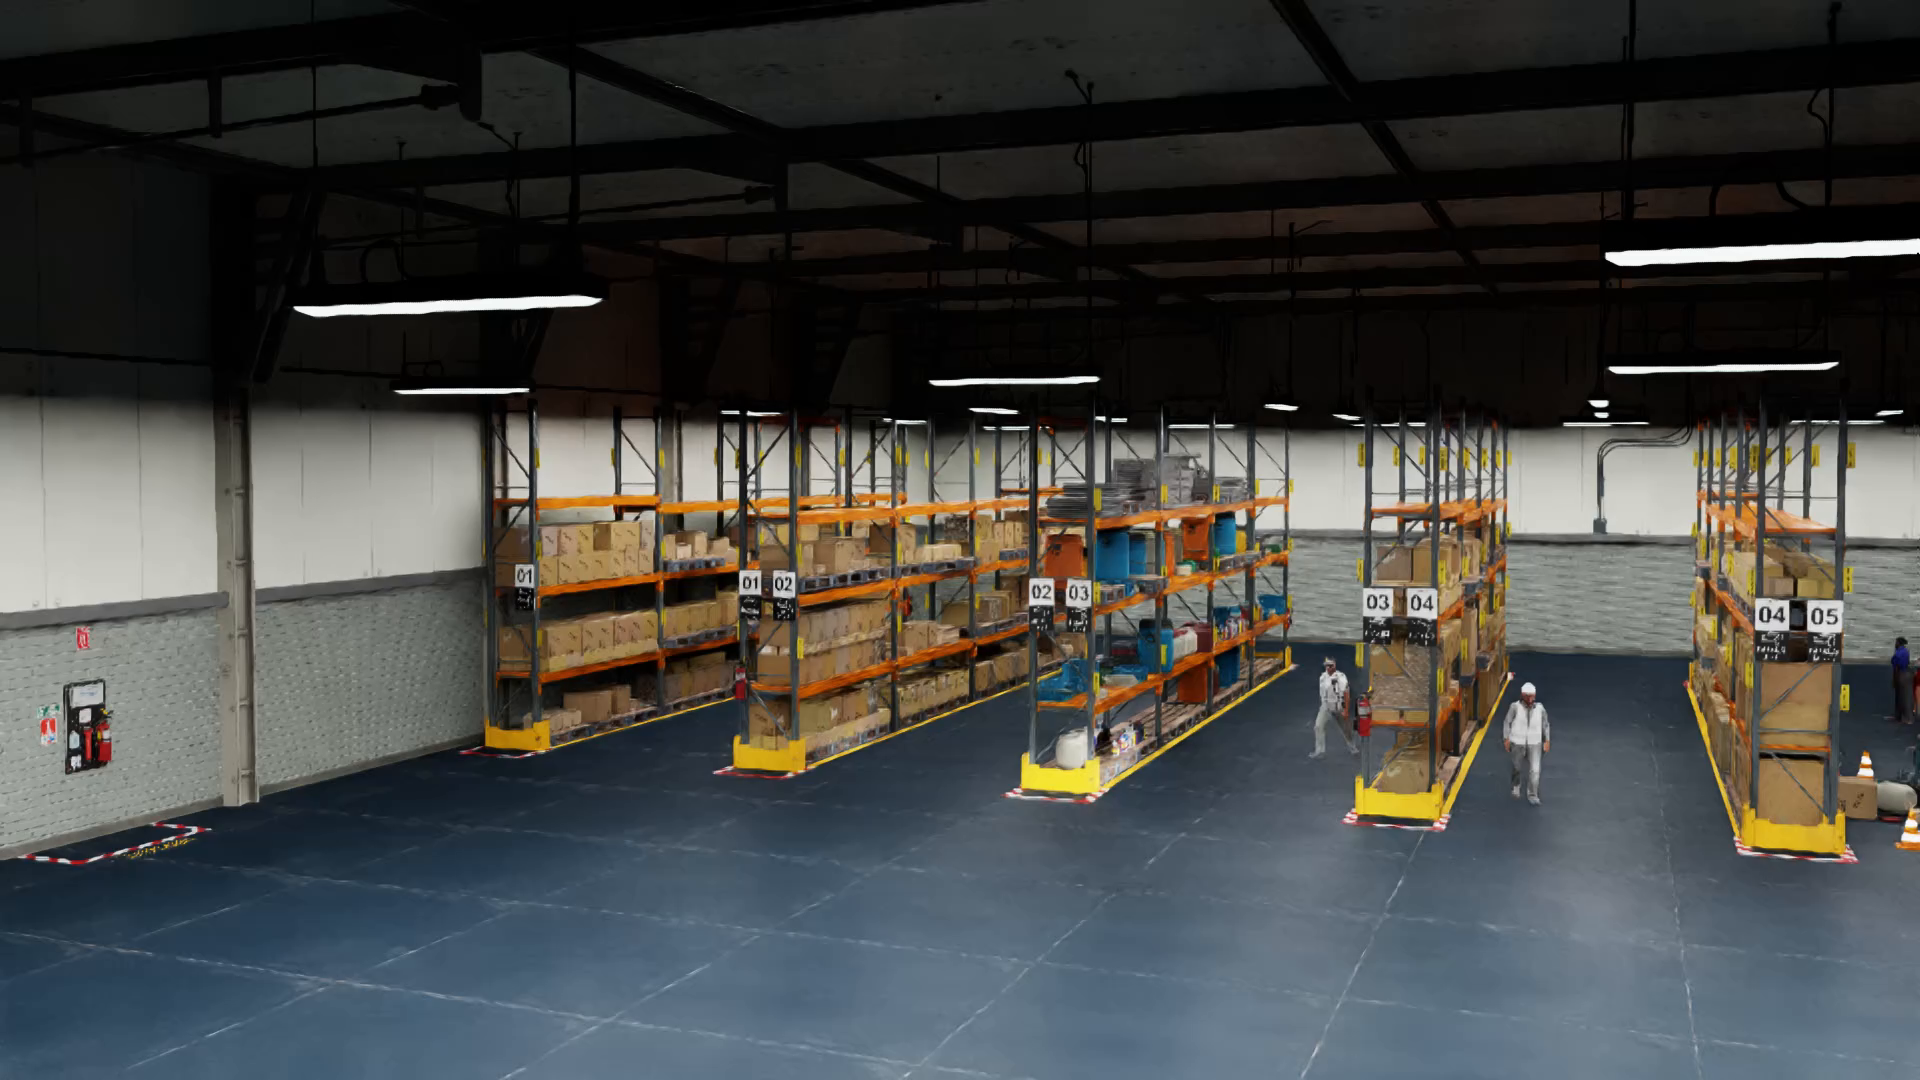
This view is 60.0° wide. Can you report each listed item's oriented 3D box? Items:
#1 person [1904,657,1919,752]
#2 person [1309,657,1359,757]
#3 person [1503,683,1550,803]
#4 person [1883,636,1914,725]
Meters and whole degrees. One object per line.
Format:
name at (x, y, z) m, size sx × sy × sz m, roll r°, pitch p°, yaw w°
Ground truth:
person at (16.151, 2.748, 27.920) m, size 0.652 × 1.723 × 0.574 m, roll -2°, pitch 4°, yaw -41°
person at (6.279, 2.780, 27.833) m, size 0.585 × 1.691 × 0.977 m, roll 2°, pitch 4°, yaw 41°
person at (8.288, 2.933, 24.346) m, size 0.661 × 1.741 × 0.685 m, roll 1°, pitch 3°, yaw 14°
person at (17.676, 2.619, 31.282) m, size 0.558 × 1.650 × 0.571 m, roll 3°, pitch 4°, yaw 43°
